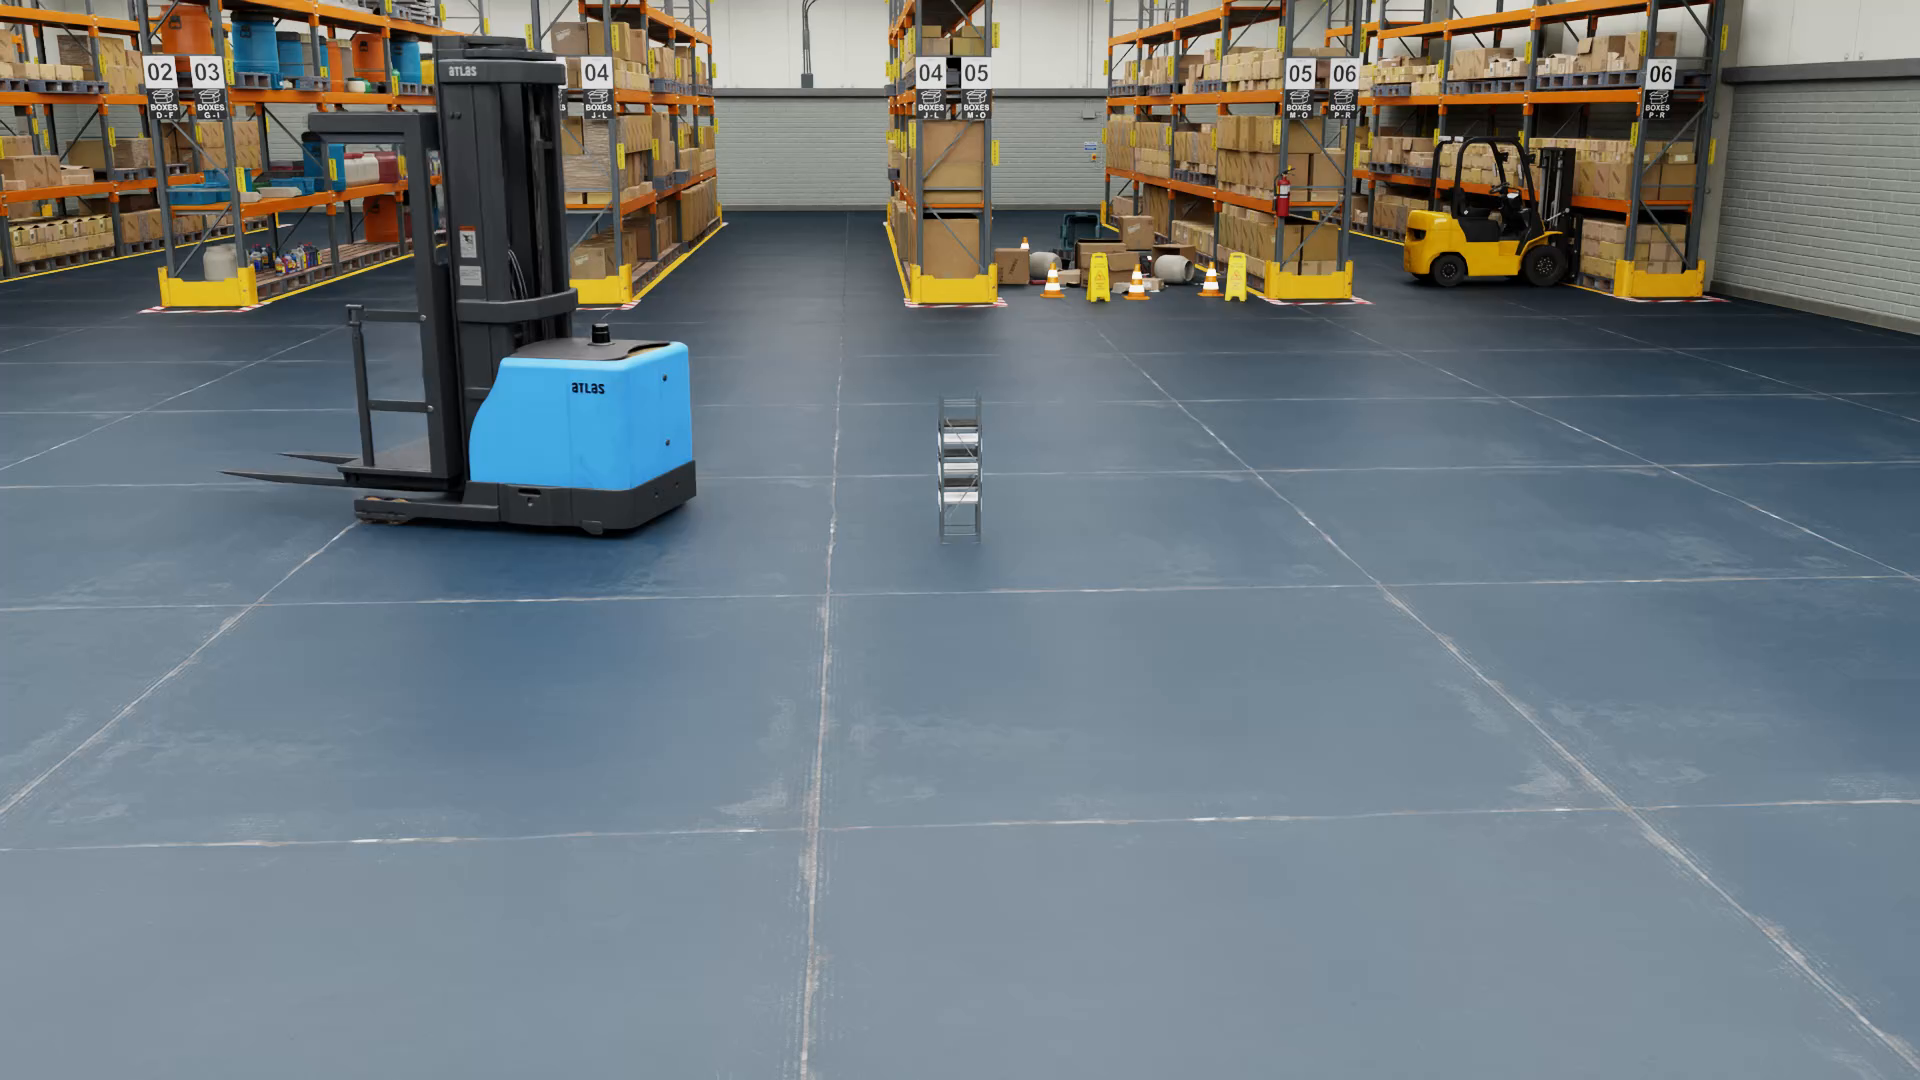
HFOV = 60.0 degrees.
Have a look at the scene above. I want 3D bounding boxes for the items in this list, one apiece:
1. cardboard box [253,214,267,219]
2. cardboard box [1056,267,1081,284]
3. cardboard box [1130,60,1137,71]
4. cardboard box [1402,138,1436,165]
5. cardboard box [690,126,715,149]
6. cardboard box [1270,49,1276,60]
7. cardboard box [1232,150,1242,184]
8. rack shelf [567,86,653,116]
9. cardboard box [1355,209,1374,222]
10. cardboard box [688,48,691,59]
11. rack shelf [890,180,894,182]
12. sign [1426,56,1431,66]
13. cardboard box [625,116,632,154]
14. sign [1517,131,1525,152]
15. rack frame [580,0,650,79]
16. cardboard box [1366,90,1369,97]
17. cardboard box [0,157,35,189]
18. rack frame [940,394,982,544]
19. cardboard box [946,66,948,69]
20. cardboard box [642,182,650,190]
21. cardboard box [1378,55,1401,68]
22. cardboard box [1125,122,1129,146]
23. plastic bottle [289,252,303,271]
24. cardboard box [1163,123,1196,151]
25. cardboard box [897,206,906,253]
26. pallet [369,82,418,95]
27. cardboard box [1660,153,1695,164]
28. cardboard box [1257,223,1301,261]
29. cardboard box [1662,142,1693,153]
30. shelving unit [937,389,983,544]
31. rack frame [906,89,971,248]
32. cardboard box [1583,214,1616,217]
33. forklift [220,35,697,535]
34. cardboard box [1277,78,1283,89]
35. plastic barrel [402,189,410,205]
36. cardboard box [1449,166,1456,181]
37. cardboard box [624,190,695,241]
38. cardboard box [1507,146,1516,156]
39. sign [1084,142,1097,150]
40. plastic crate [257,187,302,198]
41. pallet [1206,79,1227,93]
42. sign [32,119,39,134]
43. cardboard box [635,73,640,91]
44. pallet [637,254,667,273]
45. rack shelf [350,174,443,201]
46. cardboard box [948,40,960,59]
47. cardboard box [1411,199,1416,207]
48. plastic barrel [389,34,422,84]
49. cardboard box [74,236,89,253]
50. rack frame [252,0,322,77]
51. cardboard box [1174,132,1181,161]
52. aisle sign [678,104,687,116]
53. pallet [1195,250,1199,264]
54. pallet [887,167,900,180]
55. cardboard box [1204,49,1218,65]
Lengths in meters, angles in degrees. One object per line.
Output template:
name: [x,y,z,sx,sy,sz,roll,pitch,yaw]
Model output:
cardboard box: [-15.642,-7.360,36.746,0.500,0.500,0.500,-1,14,-3]
cardboard box: [1.611,-3.985,24.981,0.396,0.266,0.258,2,15,6]
cardboard box: [3.989,-9.889,35.169,0.797,0.503,0.637,0,14,1]
cardboard box: [9.021,-7.538,32.256,0.797,0.503,0.637,-1,14,-5]
cardboard box: [-5.742,-8.959,37.024,0.500,0.500,0.500,-1,14,-3]
cardboard box: [4.521,-6.739,23.084,0.380,0.149,0.250,-1,14,-4]
cardboard box: [4.422,-5.639,25.125,0.500,0.500,0.500,-1,14,-4]
rack shelf: [-5.167,-6.264,23.774,1.077,0.370,4.000,-1,14,-3]
cardboard box: [8.709,-6.979,35.775,0.396,0.266,0.258,0,14,-1]
cardboard box: [-5.919,-10.255,35.093,0.500,0.250,0.500,-1,14,-5]
rack shelf: [-0.953,-7.847,35.947,1.077,0.370,4.000,-1,14,-3]
sign: [9.612,-9.780,34.170,0.100,0.325,0.005,-1,14,-3]
cardboard box: [-4.829,-5.604,22.983,0.500,0.500,0.500,-1,14,-3]
sign: [9.013,-6.399,26.711,0.100,0.325,0.005,-1,14,-3]
rack frame: [-5.291,-8.562,25.244,1.000,3.000,0.127,-1,14,-3]
cardboard box: [8.730,-9.354,34.845,0.380,0.149,0.250,-1,14,-4]
cardboard box: [-15.242,-5.875,26.641,0.500,0.500,0.500,0,14,1]
rack frame: [0.006,-0.413,9.824,0.240,0.900,0.006,-1,14,-3]
cardboard box: [-0.122,-7.501,26.368,0.258,0.266,0.396,-1,14,-4]
cardboard box: [-4.978,-5.424,25.591,0.380,0.149,0.250,-1,14,-3]
cardboard box: [8.729,-9.724,33.812,0.396,0.266,0.258,-1,14,-4]
cardboard box: [3.777,-8.571,35.112,0.500,0.500,0.500,-1,14,-4]
plastic bottle: [-9.868,-4.150,24.719,0.152,0.276,0.135,-1,14,-2]
cardboard box: [4.059,-7.462,30.800,0.500,0.500,0.500,-1,14,-5]
cardboard box: [-0.518,-5.215,27.947,1.050,0.750,0.750,-1,14,-3]
pallet: [-10.432,-8.128,29.956,1.003,0.211,1.213,-1,14,-3]
cardboard box: [10.040,-5.343,23.271,0.380,0.149,0.250,-1,14,-5]
cardboard box: [4.538,-4.245,23.675,0.500,0.500,0.500,-1,14,-3]
cardboard box: [9.995,-5.486,23.228,0.380,0.149,0.250,-1,14,-5]
shelving unit: [0.000,-0.438,9.922,0.258,0.900,0.210,-1,14,-3]
rack frame: [-0.334,-5.708,26.192,1.000,3.000,0.127,-1,14,-3]
cardboard box: [9.842,-4.872,25.611,0.500,0.250,0.500,-1,14,-3]
forklift: [-3.297,-1.632,10.487,3.031,2.935,1.130,4,15,15]
cardboard box: [4.547,-6.230,22.706,0.380,0.149,0.250,-1,14,-3]
plastic barrel: [-10.669,-6.445,32.425,0.600,0.901,0.708,-1,14,-3]
cardboard box: [9.116,-6.570,29.843,0.500,0.250,0.500,-1,14,-5]
cardboard box: [-5.560,-5.998,30.739,1.225,0.875,0.875,-2,15,-6]
cardboard box: [9.315,-6.457,27.599,0.380,0.149,0.250,-1,14,-3]
sign: [3.432,-10.341,43.657,0.327,0.218,0.001,-1,14,-3]
plastic crate: [-9.881,-5.053,24.173,0.530,0.136,0.437,-1,14,-3]
pallet: [4.668,-7.327,26.839,1.213,0.211,1.003,-1,14,-3]
sign: [-20.323,-9.092,36.545,0.100,0.325,0.005,-1,14,-3]
cardboard box: [-4.943,-6.671,24.214,0.500,0.250,0.500,-1,14,-4]
pallet: [-5.340,-4.500,27.092,1.003,0.211,1.213,-1,14,-3]
rack shelf: [-10.606,-6.724,31.584,1.077,0.370,4.000,-1,14,-3]
cardboard box: [0.108,-6.739,22.841,0.500,0.250,0.500,-1,14,-4]
cardboard box: [9.016,-6.570,32.413,0.380,0.149,0.250,-1,14,-4]
plastic barrel: [-10.471,-9.047,31.298,0.600,0.901,0.708,-1,14,-3]
cardboard box: [-15.086,-4.991,28.079,0.500,0.250,0.500,-1,14,-2]
rack frame: [-10.234,-8.486,24.947,1.000,3.000,0.127,-1,14,-3]
cardboard box: [4.149,-7.085,29.902,0.500,0.500,0.500,-1,14,-5]
aisle sign: [-6.338,-9.913,37.318,0.394,0.787,0.004,-1,14,-3]
pallet: [4.472,-4.957,28.868,1.003,0.211,1.213,-1,14,-3]
pallet: [-0.732,-6.786,30.764,1.213,0.211,1.003,-1,14,-3]
cardboard box: [4.352,-8.031,27.654,0.500,0.250,0.500,-1,14,-3]
